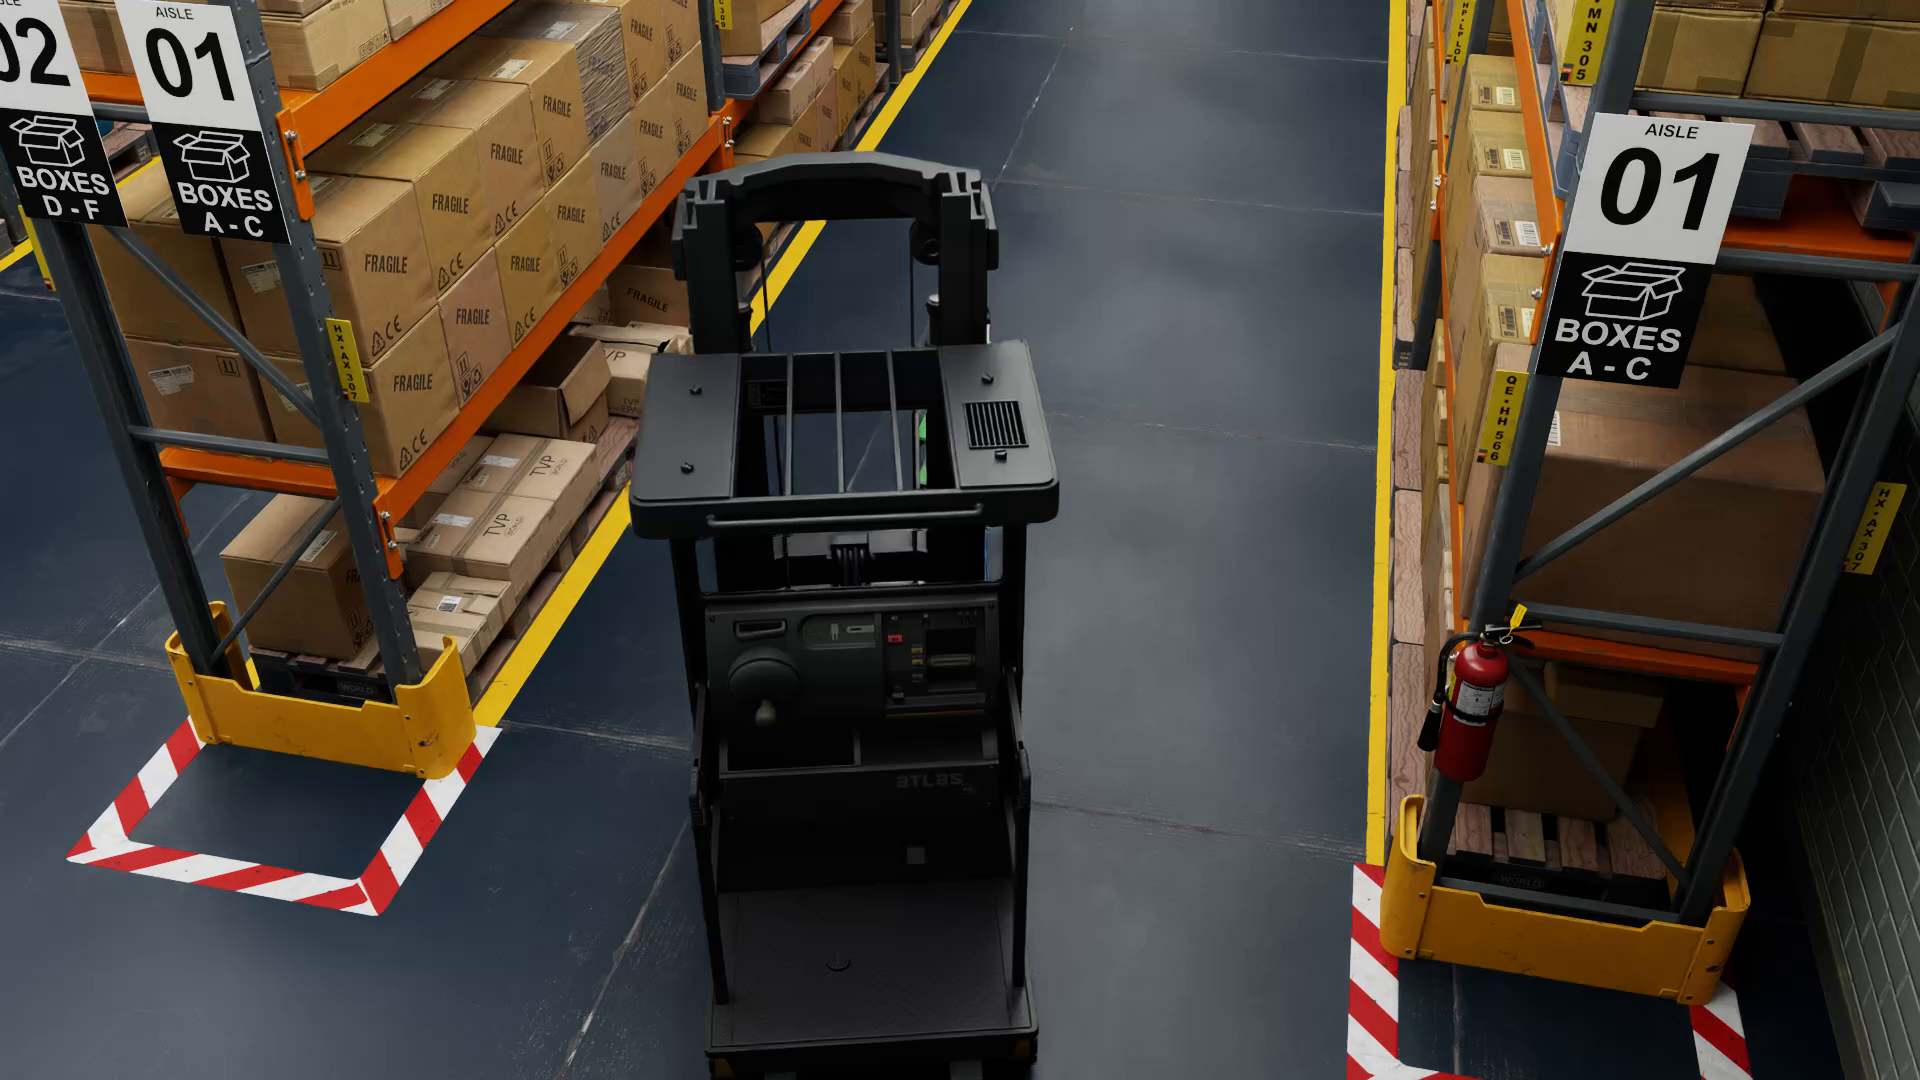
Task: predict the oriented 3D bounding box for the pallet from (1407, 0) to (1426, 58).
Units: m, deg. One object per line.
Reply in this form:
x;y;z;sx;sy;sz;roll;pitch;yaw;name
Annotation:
4.303;-4.327;14.040;1.003;0.211;1.213;7;37;10;pallet

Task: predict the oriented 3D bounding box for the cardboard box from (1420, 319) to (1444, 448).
2.758;-0.760;8.515;0.700;0.500;0.500;8;37;11;cardboard box

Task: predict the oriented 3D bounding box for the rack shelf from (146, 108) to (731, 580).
-2.250;-1.199;7.961;1.077;0.370;4.000;7;37;10;rack shelf

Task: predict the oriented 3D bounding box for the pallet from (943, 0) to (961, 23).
-0.491;-4.965;14.921;1.003;0.211;1.213;7;37;10;pallet

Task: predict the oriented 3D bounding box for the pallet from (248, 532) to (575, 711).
-2.491;0.285;7.677;1.003;0.211;1.213;7;37;10;pallet

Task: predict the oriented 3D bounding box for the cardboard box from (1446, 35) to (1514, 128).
2.870;-2.483;8.764;0.500;0.500;0.500;7;36;9;cardboard box

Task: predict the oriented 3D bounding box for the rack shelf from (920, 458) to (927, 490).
-0.035;-0.339;7.804;0.258;0.148;0.480;7;37;10;rack shelf

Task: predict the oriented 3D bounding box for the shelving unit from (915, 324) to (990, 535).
-0.035;-0.391;7.767;0.258;1.200;0.503;7;37;10;shelving unit

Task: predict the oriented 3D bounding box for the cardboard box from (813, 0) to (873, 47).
-0.946;-3.801;12.055;0.500;0.250;0.500;9;37;12;cardboard box

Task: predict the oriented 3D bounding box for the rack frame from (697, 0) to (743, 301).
-1.822;-2.637;9.332;1.000;3.000;0.127;7;37;10;rack frame

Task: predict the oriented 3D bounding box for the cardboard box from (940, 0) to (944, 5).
-0.358;-4.837;14.353;0.500;0.250;0.500;6;36;9;cardboard box

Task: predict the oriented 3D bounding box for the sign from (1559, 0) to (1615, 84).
1.636;-1.342;4.302;0.100;0.325;0.005;7;37;10;sign

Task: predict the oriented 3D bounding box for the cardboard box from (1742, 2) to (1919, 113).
2.559;-1.477;4.860;0.500;0.250;0.500;9;37;12;cardboard box

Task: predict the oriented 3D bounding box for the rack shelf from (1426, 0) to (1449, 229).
3.445;-2.873;10.271;1.077;0.370;4.000;7;37;10;rack shelf

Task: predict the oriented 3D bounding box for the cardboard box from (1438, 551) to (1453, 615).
2.118;0.198;6.640;0.380;0.149;0.250;8;37;11;cardboard box

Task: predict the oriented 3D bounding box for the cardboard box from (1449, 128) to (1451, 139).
2.813;-2.153;8.862;0.380;0.149;0.250;8;37;10;cardboard box

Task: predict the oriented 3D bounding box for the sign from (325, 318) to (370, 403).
-2.147;-0.626;5.820;0.100;0.325;0.005;7;37;10;sign

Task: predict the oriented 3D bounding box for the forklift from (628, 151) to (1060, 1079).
-0.320;0.453;5.128;1.130;2.935;3.031;-3;36;-3;forklift

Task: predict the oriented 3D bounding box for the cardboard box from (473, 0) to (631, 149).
-1.892;-2.177;7.760;0.500;0.500;0.500;8;37;10;cardboard box

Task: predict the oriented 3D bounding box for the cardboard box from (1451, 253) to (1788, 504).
2.407;-0.558;6.208;0.980;0.700;0.700;7;37;10;cardboard box

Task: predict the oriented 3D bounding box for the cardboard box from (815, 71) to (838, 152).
-1.155;-2.932;11.494;0.500;0.500;0.500;6;36;8;cardboard box

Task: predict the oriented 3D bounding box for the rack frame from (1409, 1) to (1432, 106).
3.872;-4.311;11.642;1.000;3.000;0.127;7;37;10;rack frame

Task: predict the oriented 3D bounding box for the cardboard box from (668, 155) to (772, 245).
-1.481;-2.049;10.277;0.500;0.500;0.500;6;36;8;cardboard box

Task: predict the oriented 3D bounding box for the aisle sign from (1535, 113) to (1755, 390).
1.855;-0.774;4.546;0.394;0.787;0.004;7;37;10;aisle sign

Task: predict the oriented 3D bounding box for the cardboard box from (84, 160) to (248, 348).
-2.850;-1.078;6.245;0.500;0.500;0.500;7;37;10;cardboard box

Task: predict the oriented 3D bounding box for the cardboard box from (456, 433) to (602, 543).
-2.070;-0.258;8.018;0.500;0.250;0.500;7;37;10;cardboard box

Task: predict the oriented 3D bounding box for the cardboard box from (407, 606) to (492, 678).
-2.252;0.436;7.147;0.380;0.149;0.250;7;37;10;cardboard box

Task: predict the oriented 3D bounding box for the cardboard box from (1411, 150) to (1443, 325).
3.030;-1.706;9.522;0.750;0.750;0.750;8;37;11;cardboard box

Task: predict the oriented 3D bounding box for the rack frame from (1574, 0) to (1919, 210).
2.163;-2.154;3.553;1.000;3.000;0.127;7;37;10;rack frame

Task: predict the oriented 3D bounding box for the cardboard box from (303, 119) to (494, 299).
-2.220;-1.311;6.565;0.500;0.500;0.500;8;37;10;cardboard box

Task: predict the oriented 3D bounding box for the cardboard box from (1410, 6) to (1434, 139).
3.587;-3.205;11.591;0.750;0.750;0.750;7;36;9;cardboard box

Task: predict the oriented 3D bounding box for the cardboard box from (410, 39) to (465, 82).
-2.527;-1.960;7.462;0.500;0.500;0.500;8;37;11;cardboard box

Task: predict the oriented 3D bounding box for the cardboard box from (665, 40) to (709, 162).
-1.678;-2.358;8.863;0.500;0.500;0.500;8;37;11;cardboard box

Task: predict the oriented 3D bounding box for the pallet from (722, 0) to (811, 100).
-1.545;-3.003;10.001;1.003;0.211;1.213;7;37;10;pallet

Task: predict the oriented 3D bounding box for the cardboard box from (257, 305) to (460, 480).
-2.324;-0.605;6.444;0.500;0.500;0.500;8;37;11;cardboard box

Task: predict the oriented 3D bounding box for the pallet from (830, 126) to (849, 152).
-1.427;-2.680;11.768;1.003;0.211;1.213;7;37;10;pallet

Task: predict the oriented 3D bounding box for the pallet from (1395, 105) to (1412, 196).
3.630;-2.739;11.850;1.003;0.211;1.213;7;37;10;pallet

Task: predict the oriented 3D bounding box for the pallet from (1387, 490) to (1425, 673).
2.520;0.239;7.740;1.003;0.211;1.213;7;37;10;pallet

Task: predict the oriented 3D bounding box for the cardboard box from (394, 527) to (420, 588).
-2.627;0.062;7.648;0.380;0.166;0.250;7;37;10;cardboard box

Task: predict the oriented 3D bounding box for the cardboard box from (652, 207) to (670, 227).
-1.997;-2.121;10.376;0.500;0.500;0.500;7;37;10;cardboard box

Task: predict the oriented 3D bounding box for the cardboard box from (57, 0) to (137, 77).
-2.825;-1.825;5.783;0.500;0.250;0.500;7;37;10;cardboard box

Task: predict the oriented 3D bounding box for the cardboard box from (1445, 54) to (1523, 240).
2.886;-1.830;7.964;0.980;0.700;0.700;8;37;11;cardboard box

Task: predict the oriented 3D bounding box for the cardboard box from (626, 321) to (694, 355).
-1.688;-1.076;9.233;0.380;0.149;0.250;7;37;10;cardboard box

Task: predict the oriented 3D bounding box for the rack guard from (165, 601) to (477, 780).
-2.661;0.625;6.961;1.175;0.500;0.348;7;37;10;rack guard

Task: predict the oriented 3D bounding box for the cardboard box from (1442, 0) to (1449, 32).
3.187;-3.351;9.961;0.500;0.500;0.500;8;37;11;cardboard box

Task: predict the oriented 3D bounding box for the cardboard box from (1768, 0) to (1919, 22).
2.555;-1.781;4.641;0.500;0.500;0.500;6;36;8;cardboard box

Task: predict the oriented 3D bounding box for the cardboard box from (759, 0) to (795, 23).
-1.418;-3.493;10.070;0.700;0.500;0.500;13;38;17;cardboard box

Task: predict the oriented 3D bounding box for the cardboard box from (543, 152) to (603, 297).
-2.001;-1.475;7.644;0.500;0.500;0.500;8;37;11;cardboard box

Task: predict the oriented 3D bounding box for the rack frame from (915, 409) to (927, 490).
-0.087;-0.251;7.574;0.240;1.200;0.015;7;37;10;rack frame

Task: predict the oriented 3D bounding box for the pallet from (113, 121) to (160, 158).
-6.197;-3.269;12.581;1.003;0.211;1.213;7;37;10;pallet

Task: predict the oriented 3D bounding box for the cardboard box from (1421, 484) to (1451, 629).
2.429;0.128;7.289;0.700;0.500;0.500;6;36;8;cardboard box
